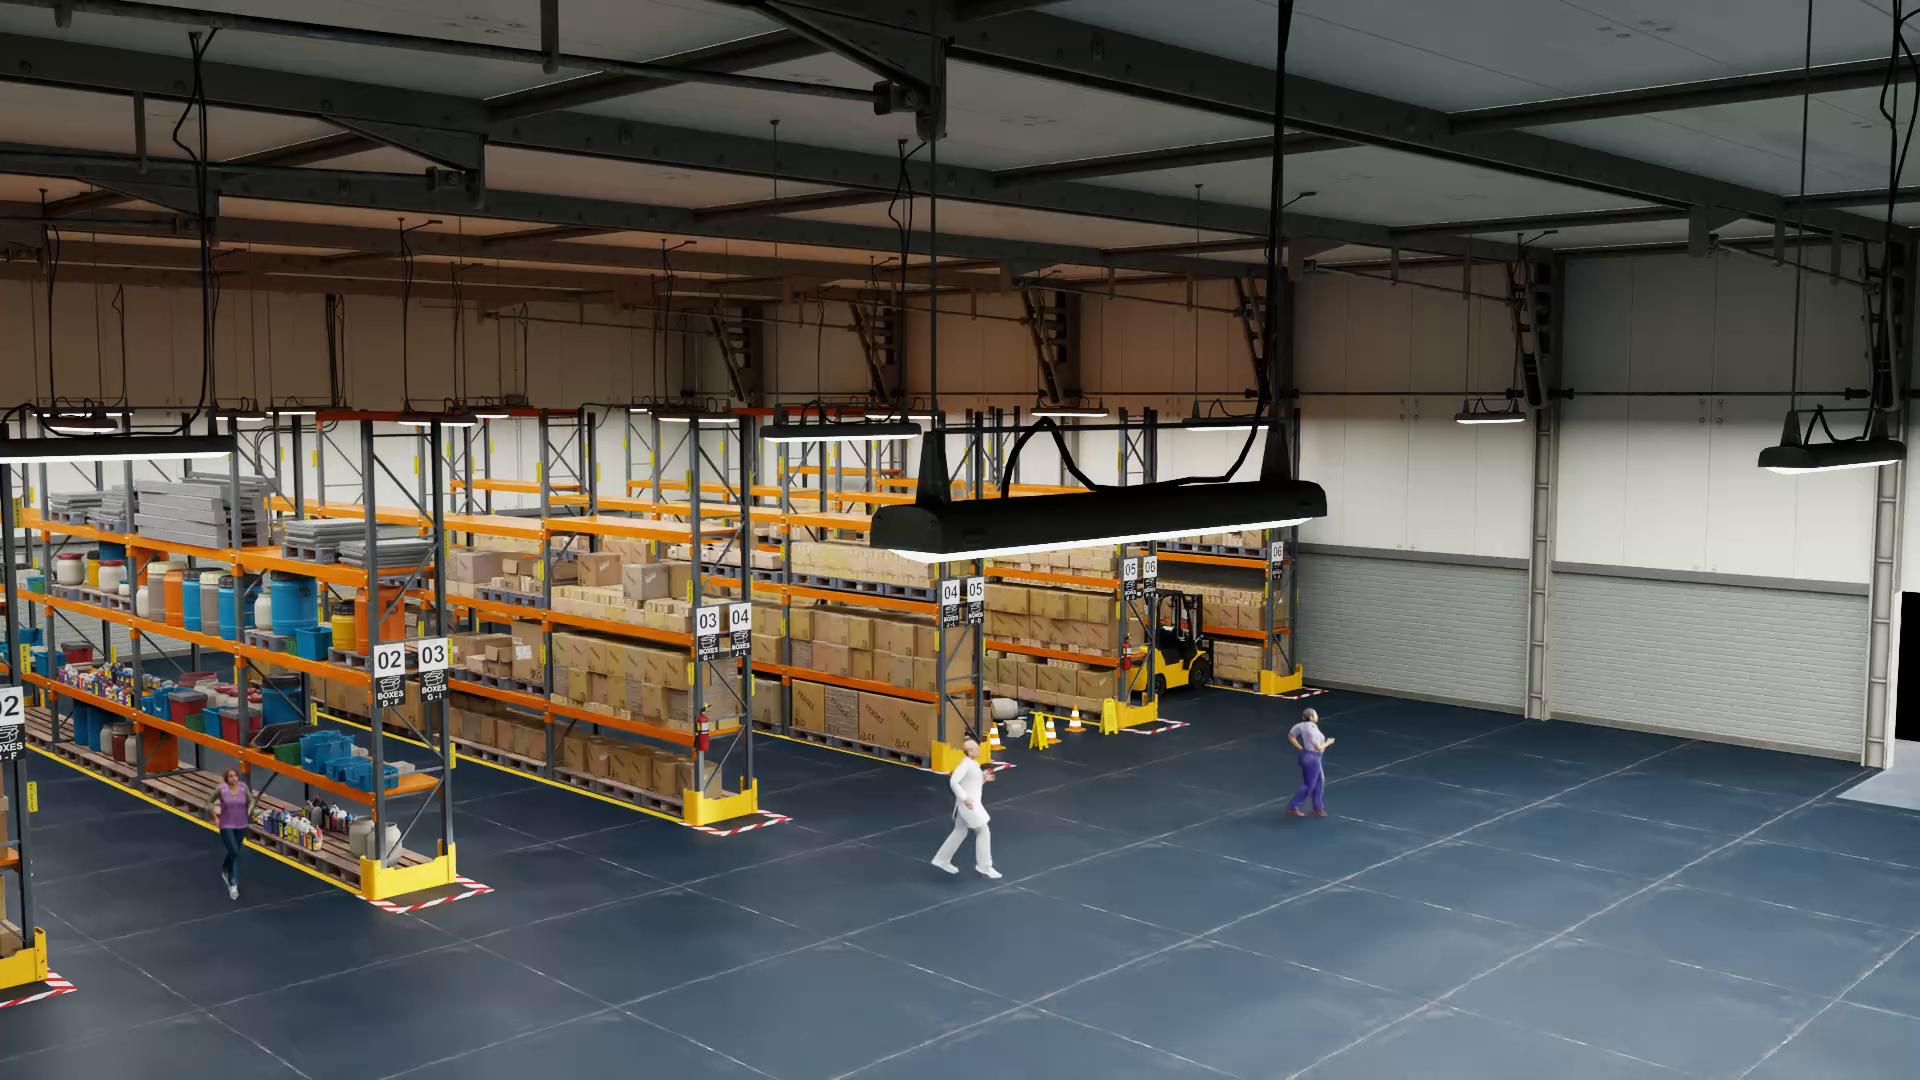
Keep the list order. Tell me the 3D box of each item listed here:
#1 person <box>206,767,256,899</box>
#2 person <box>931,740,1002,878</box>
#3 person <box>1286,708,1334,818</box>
[{"bbox_3d":[-9.217,3.665,21.085,0.730,1.637,0.530,5,7,44],"label":"person"},{"bbox_3d":[0.076,3.520,21.758,0.924,1.836,0.643,-1,5,-11],"label":"person"},{"bbox_3d":[5.171,3.334,24.643,0.726,1.690,0.590,-1,5,-7],"label":"person"}]
